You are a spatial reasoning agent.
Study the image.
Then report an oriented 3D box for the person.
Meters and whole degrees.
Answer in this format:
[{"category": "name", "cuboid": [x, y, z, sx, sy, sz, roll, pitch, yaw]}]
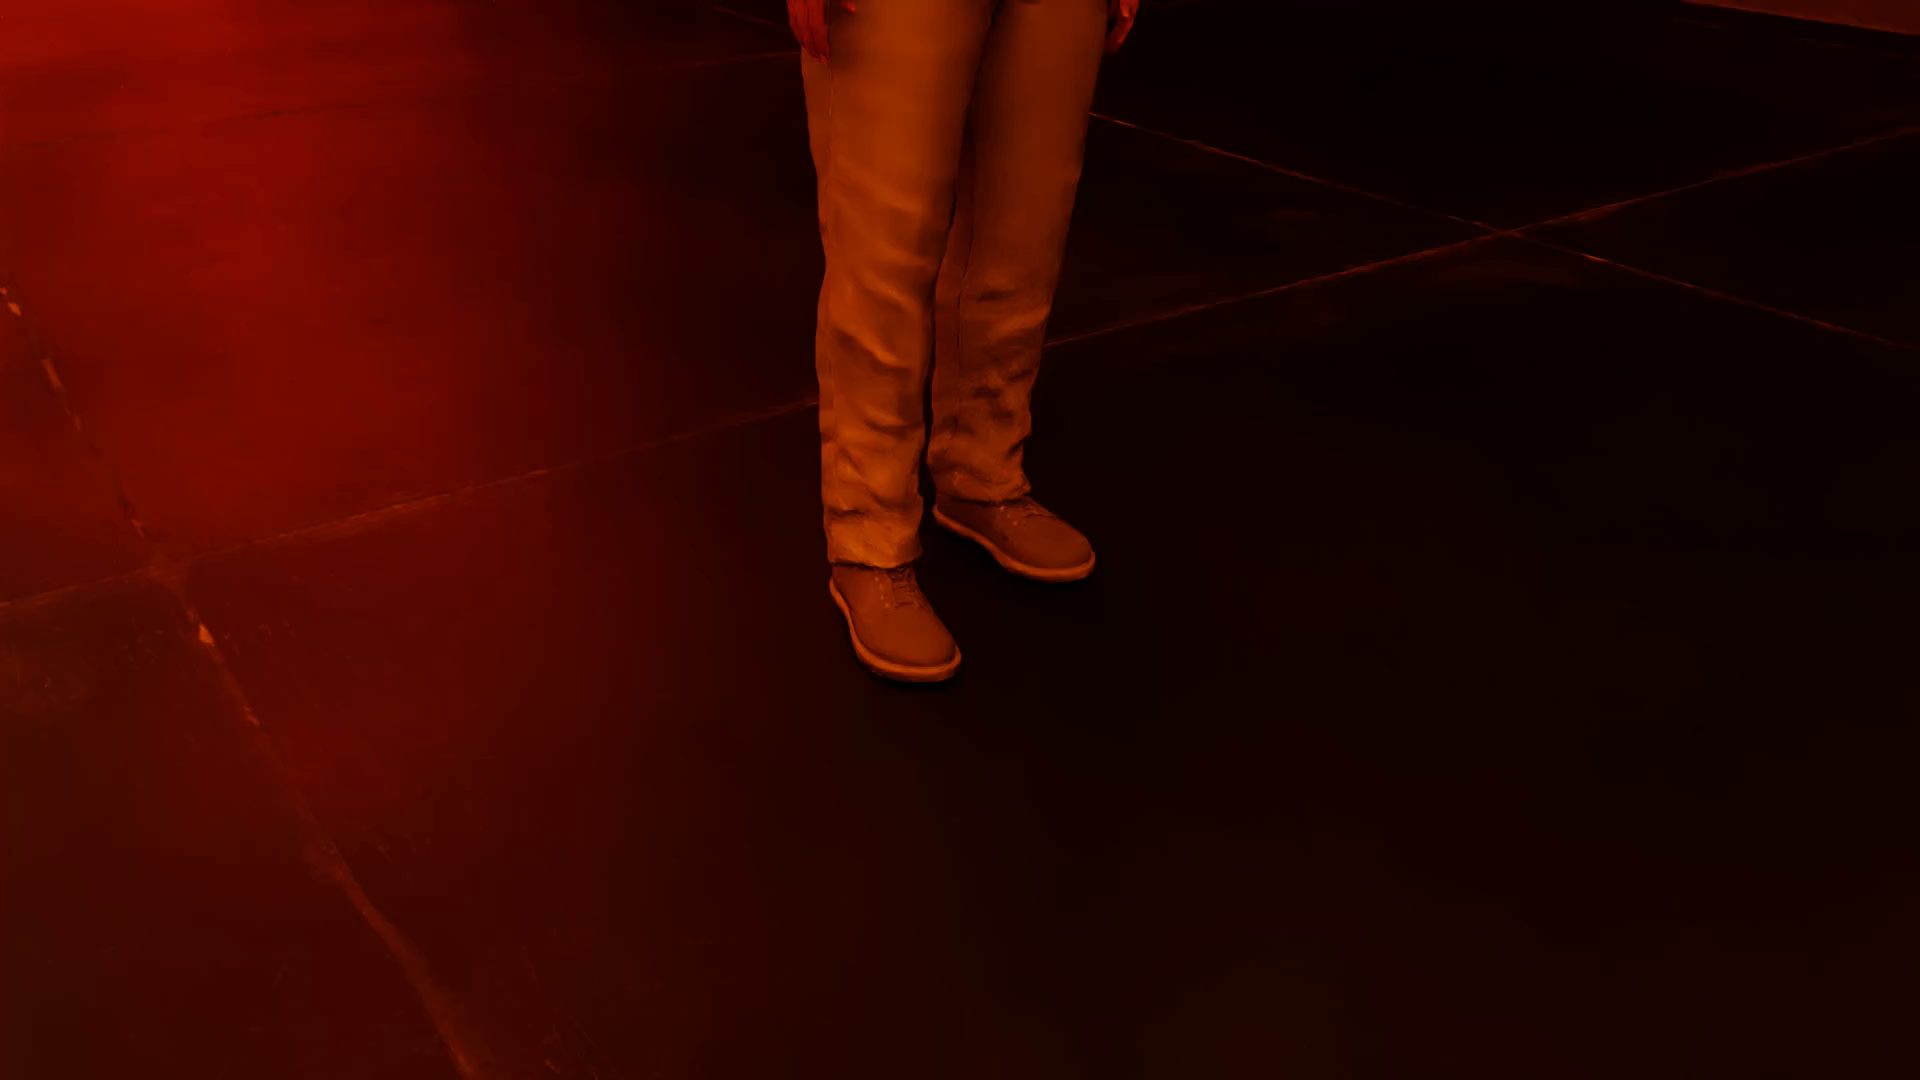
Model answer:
[{"category": "person", "cuboid": [0.025, -0.713, 2.058, 0.598, 1.659, 0.529, -17, 31, -31]}]
